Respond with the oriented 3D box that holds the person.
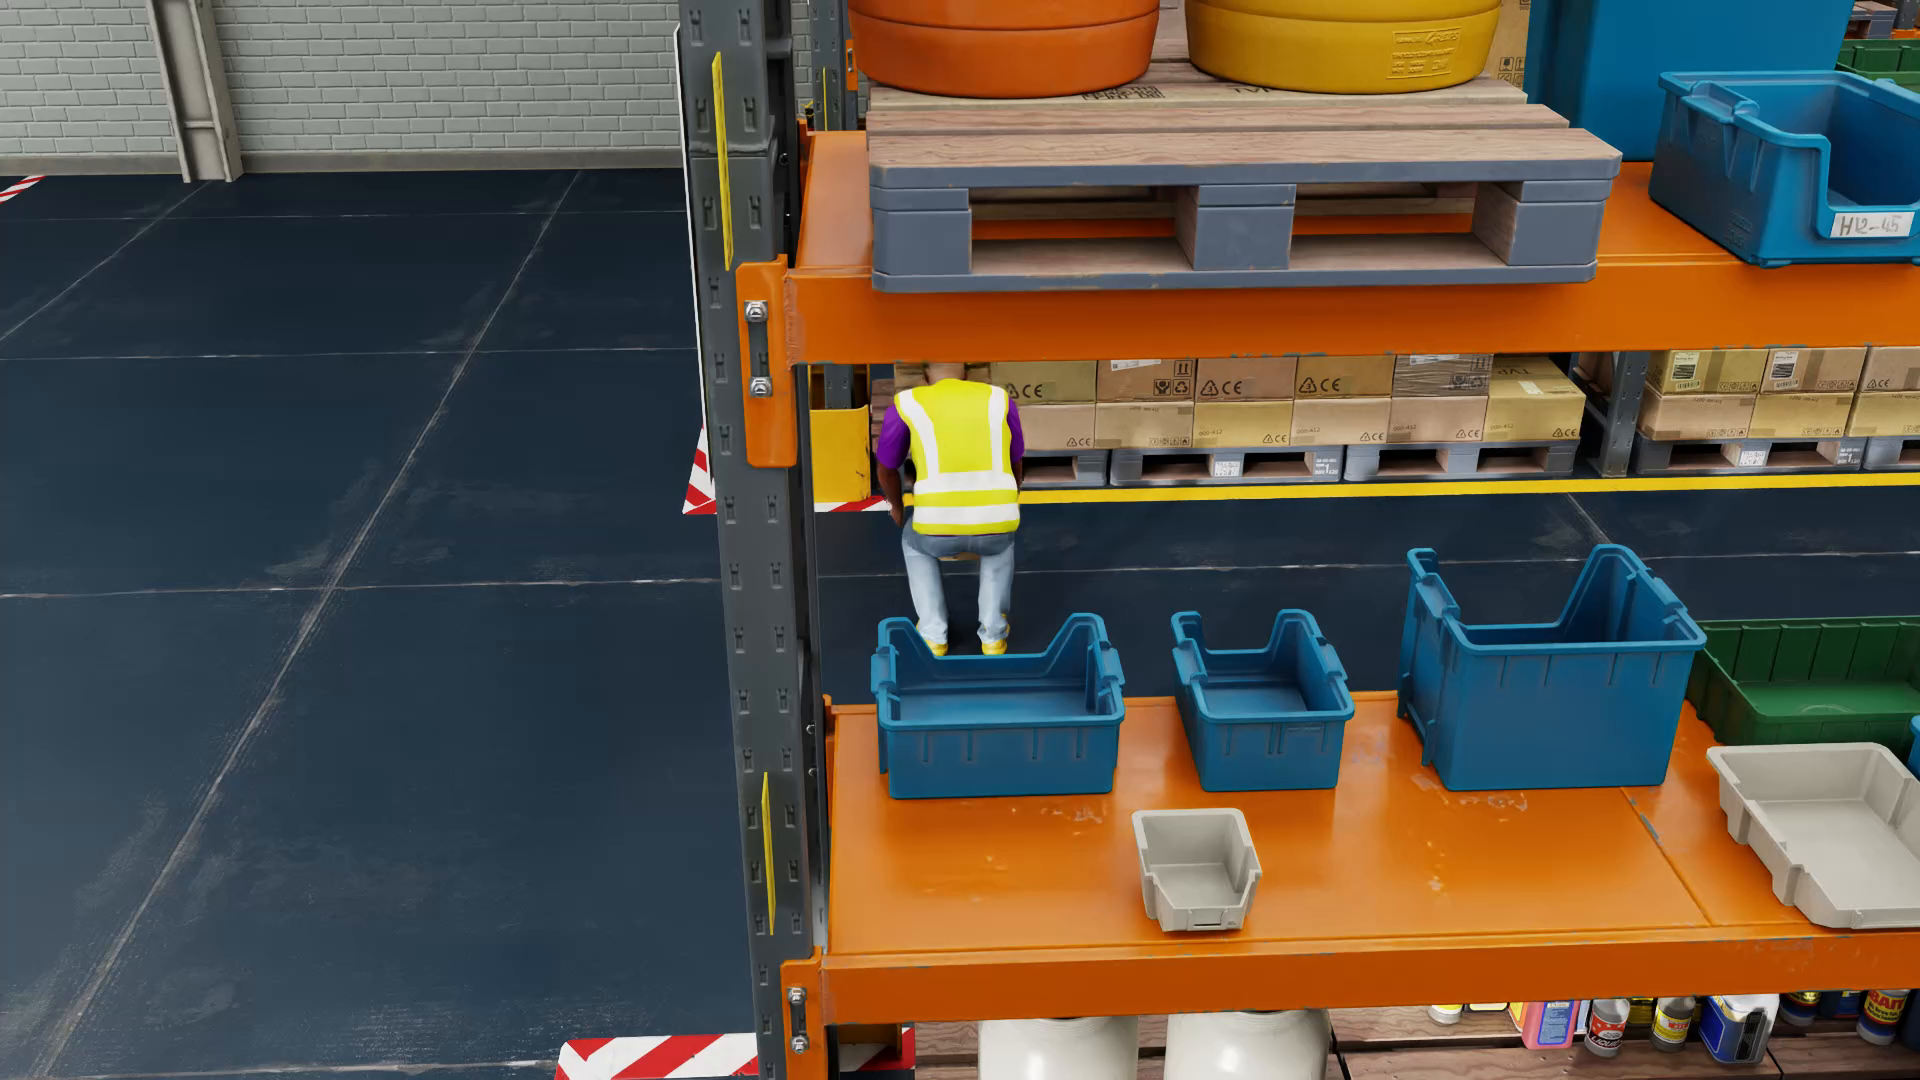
[{"bbox_3d":[-0.034,-0.161,6.956,0.626,1.260,0.823,-1,27,-3],"label":"person"}]
